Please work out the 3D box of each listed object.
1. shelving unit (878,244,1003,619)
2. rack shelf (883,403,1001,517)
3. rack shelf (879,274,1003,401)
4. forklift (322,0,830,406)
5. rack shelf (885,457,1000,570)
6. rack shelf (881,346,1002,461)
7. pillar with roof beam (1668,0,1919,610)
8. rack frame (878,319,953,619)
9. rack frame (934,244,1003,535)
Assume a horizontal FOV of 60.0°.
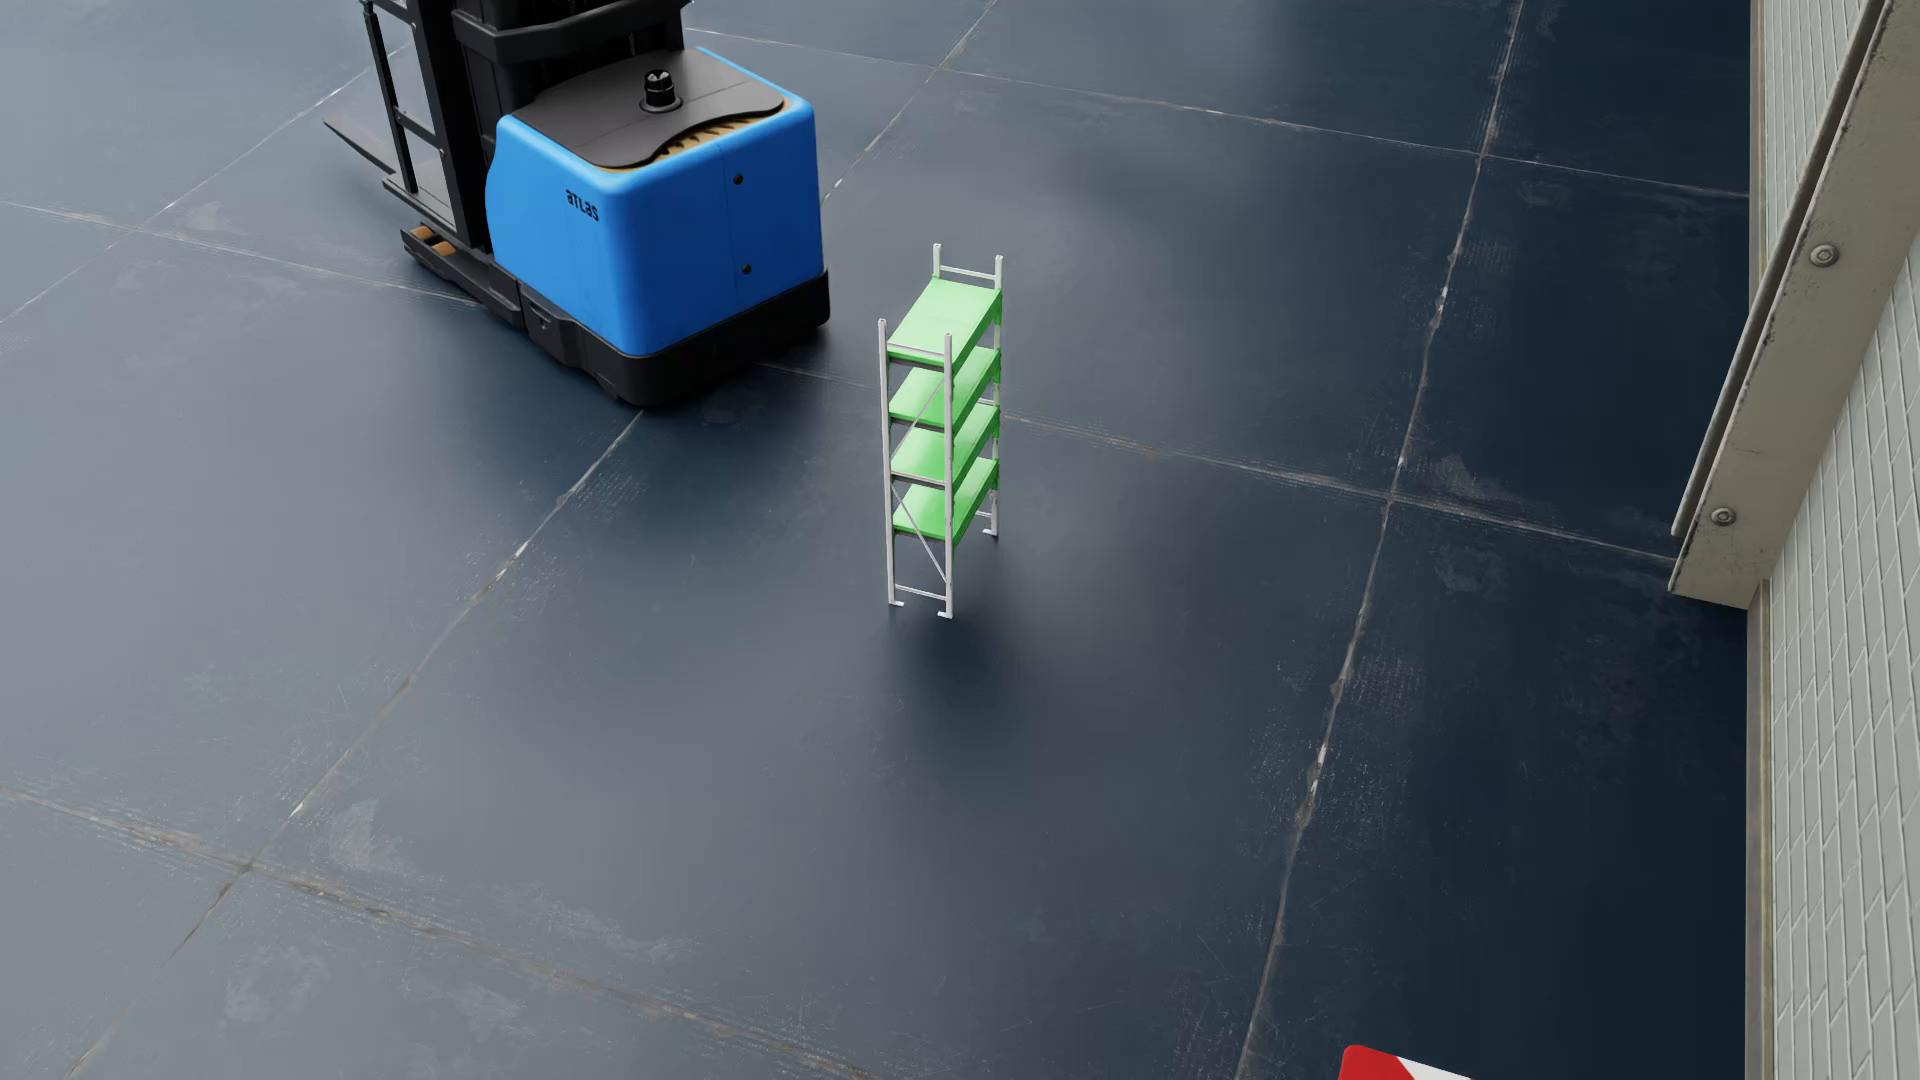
[{"bbox_3d":[-0.057,-0.355,5.742,0.258,1.200,0.503,13,42,15],"label":"shelving unit"},{"bbox_3d":[-0.057,-0.307,5.784,0.258,0.148,0.480,13,42,15],"label":"rack shelf"},{"bbox_3d":[-0.057,-0.672,5.472,0.258,0.148,0.480,13,42,15],"label":"rack shelf"},{"bbox_3d":[-1.947,-2.522,6.948,1.130,2.935,3.031,-32,50,-32],"label":"forklift"},{"bbox_3d":[-0.057,-0.124,5.939,0.258,0.148,0.480,13,42,15],"label":"rack shelf"},{"bbox_3d":[-0.057,-0.489,5.628,0.258,0.148,0.480,13,42,15],"label":"rack shelf"},{"bbox_3d":[-1.266,-4.276,4.329,9.100,9.000,0.400,13,42,15],"label":"pillar with roof beam"},{"bbox_3d":[-0.140,-0.207,5.568,0.240,1.200,0.015,13,42,15],"label":"rack frame"},{"bbox_3d":[0.027,-0.504,5.917,0.240,1.200,0.015,13,42,15],"label":"rack frame"}]
